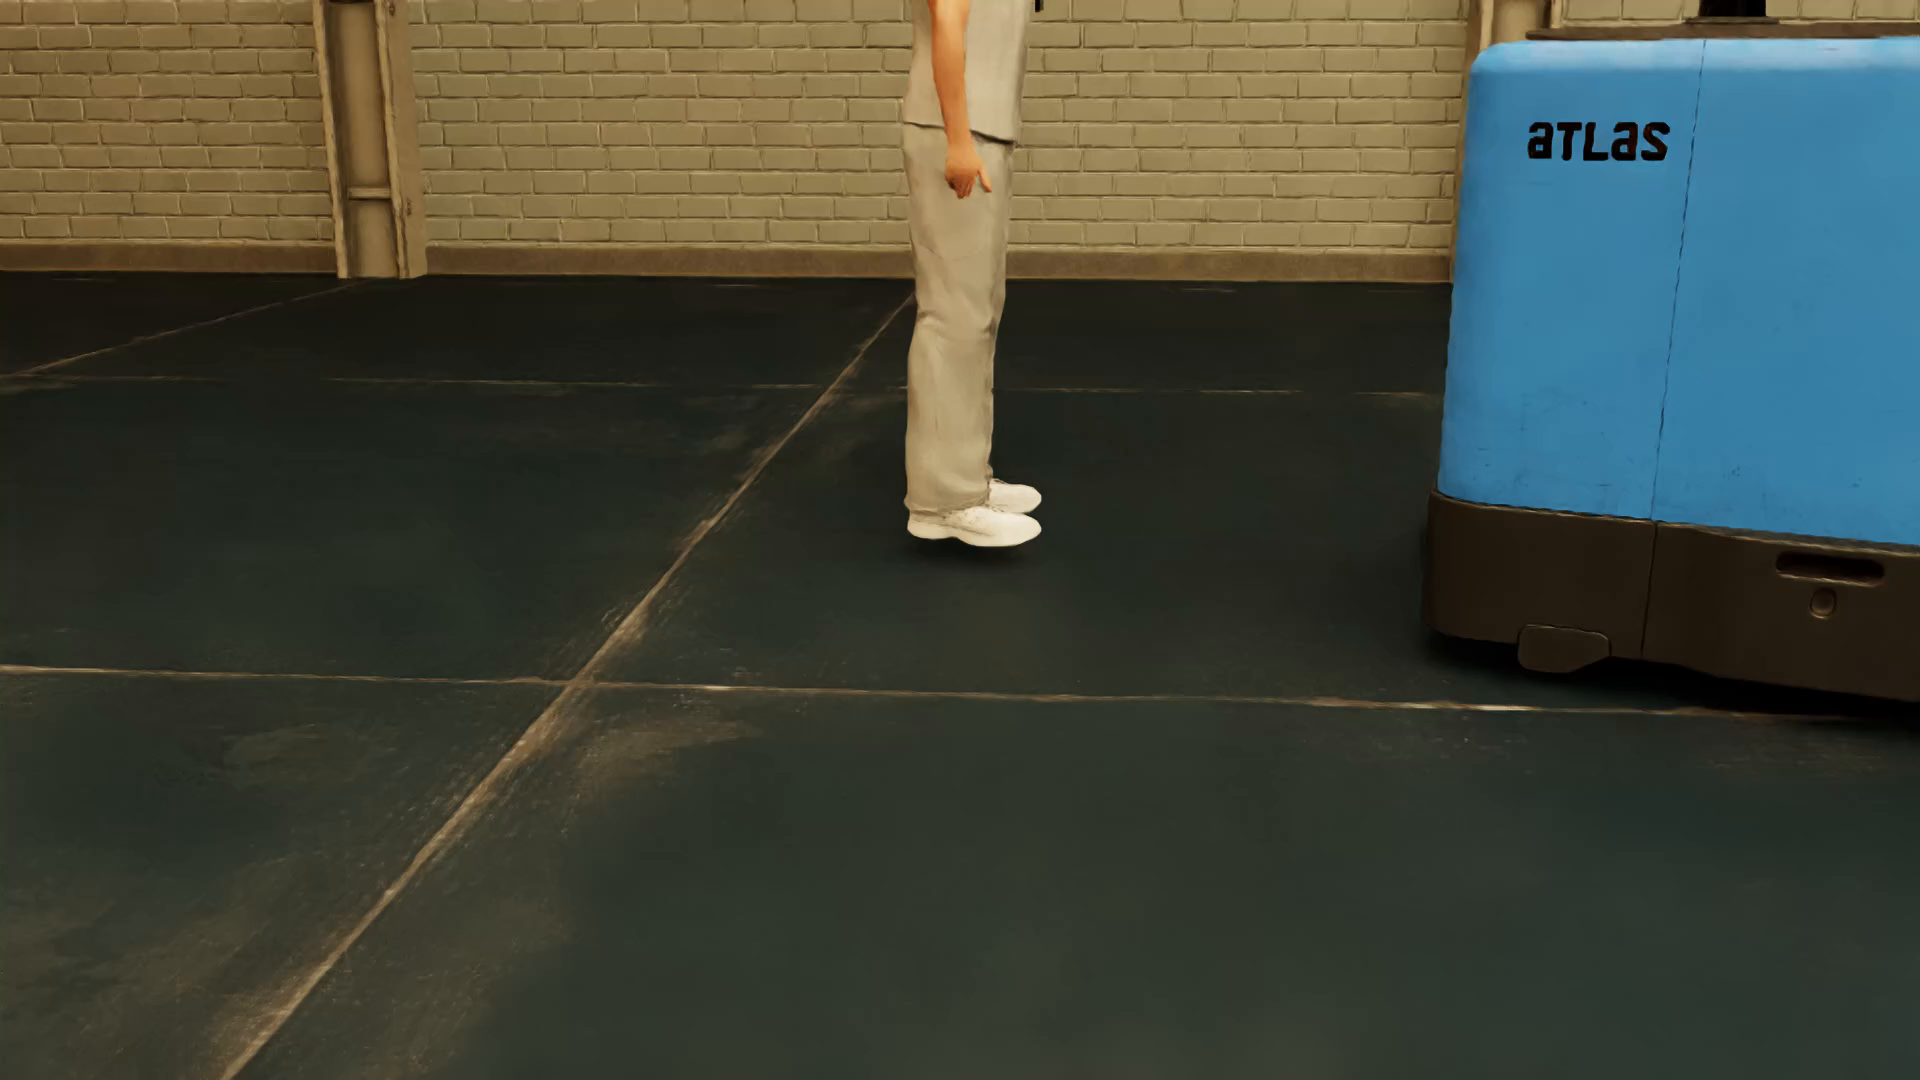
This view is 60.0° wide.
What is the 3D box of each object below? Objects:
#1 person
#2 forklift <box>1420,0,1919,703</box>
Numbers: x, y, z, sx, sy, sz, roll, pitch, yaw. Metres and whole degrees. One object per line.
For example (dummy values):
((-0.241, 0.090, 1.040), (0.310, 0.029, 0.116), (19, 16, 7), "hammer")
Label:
((0.009, -0.846, 3.585), (0.365, 1.672, 0.432), (1, 15, 4), "person")
((2.393, -1.144, 2.434), (3.031, 2.935, 1.130), (7, 17, 23), "forklift")
